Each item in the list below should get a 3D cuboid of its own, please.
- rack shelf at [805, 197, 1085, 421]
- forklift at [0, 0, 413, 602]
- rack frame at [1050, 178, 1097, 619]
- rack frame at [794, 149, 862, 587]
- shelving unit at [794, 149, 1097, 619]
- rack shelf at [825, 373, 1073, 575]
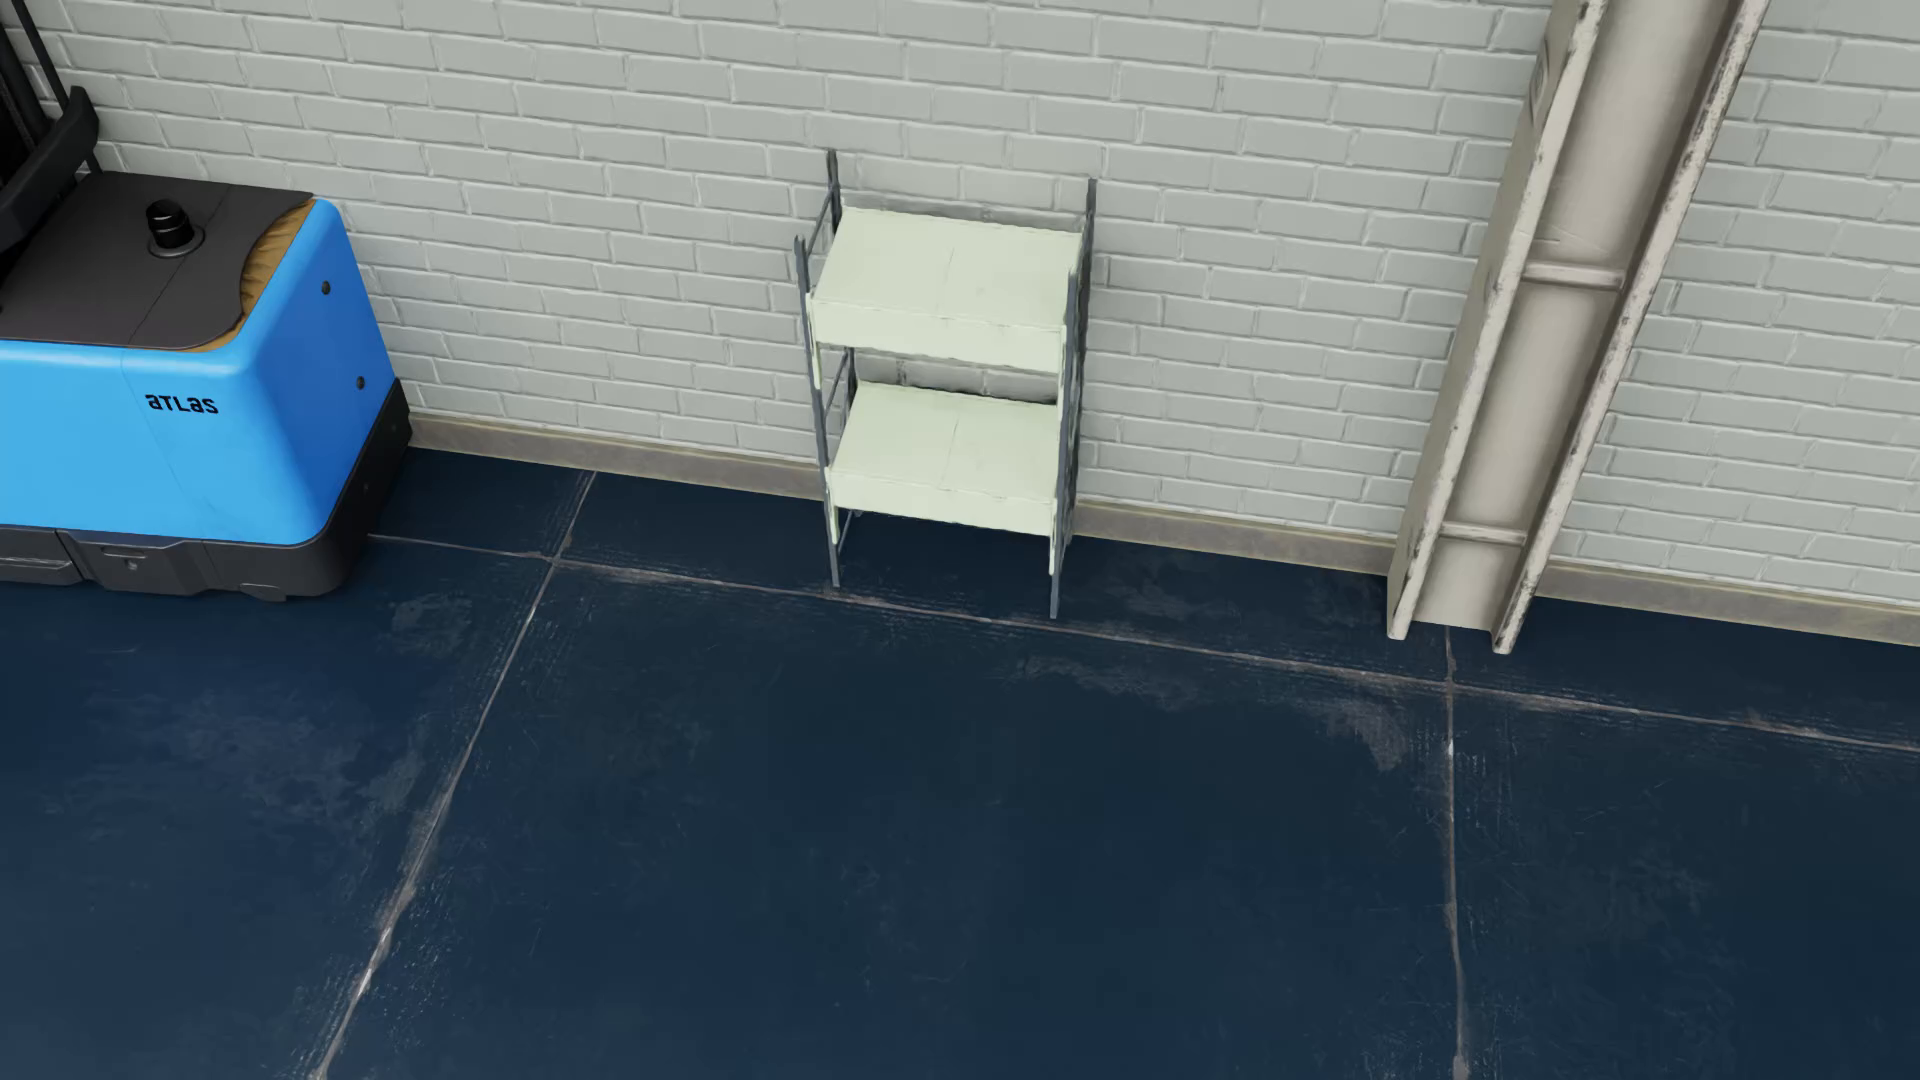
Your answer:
[{"bbox_3d":[-0.028,-0.660,4.746,0.720,0.370,0.431,8,52,7],"label":"rack shelf"},{"bbox_3d":[-3.506,-1.236,4.890,3.031,2.935,1.130,4,48,4],"label":"forklift"},{"bbox_3d":[0.335,-0.365,5.005,0.023,1.500,0.400,8,52,7],"label":"rack frame"},{"bbox_3d":[-0.384,-0.467,5.096,0.023,1.500,0.400,8,52,7],"label":"rack frame"},{"bbox_3d":[-0.024,-0.416,5.050,0.755,1.500,0.431,8,52,7],"label":"shelving unit"},{"bbox_3d":[-0.021,-0.212,5.304,0.720,0.370,0.431,8,52,7],"label":"rack shelf"}]
